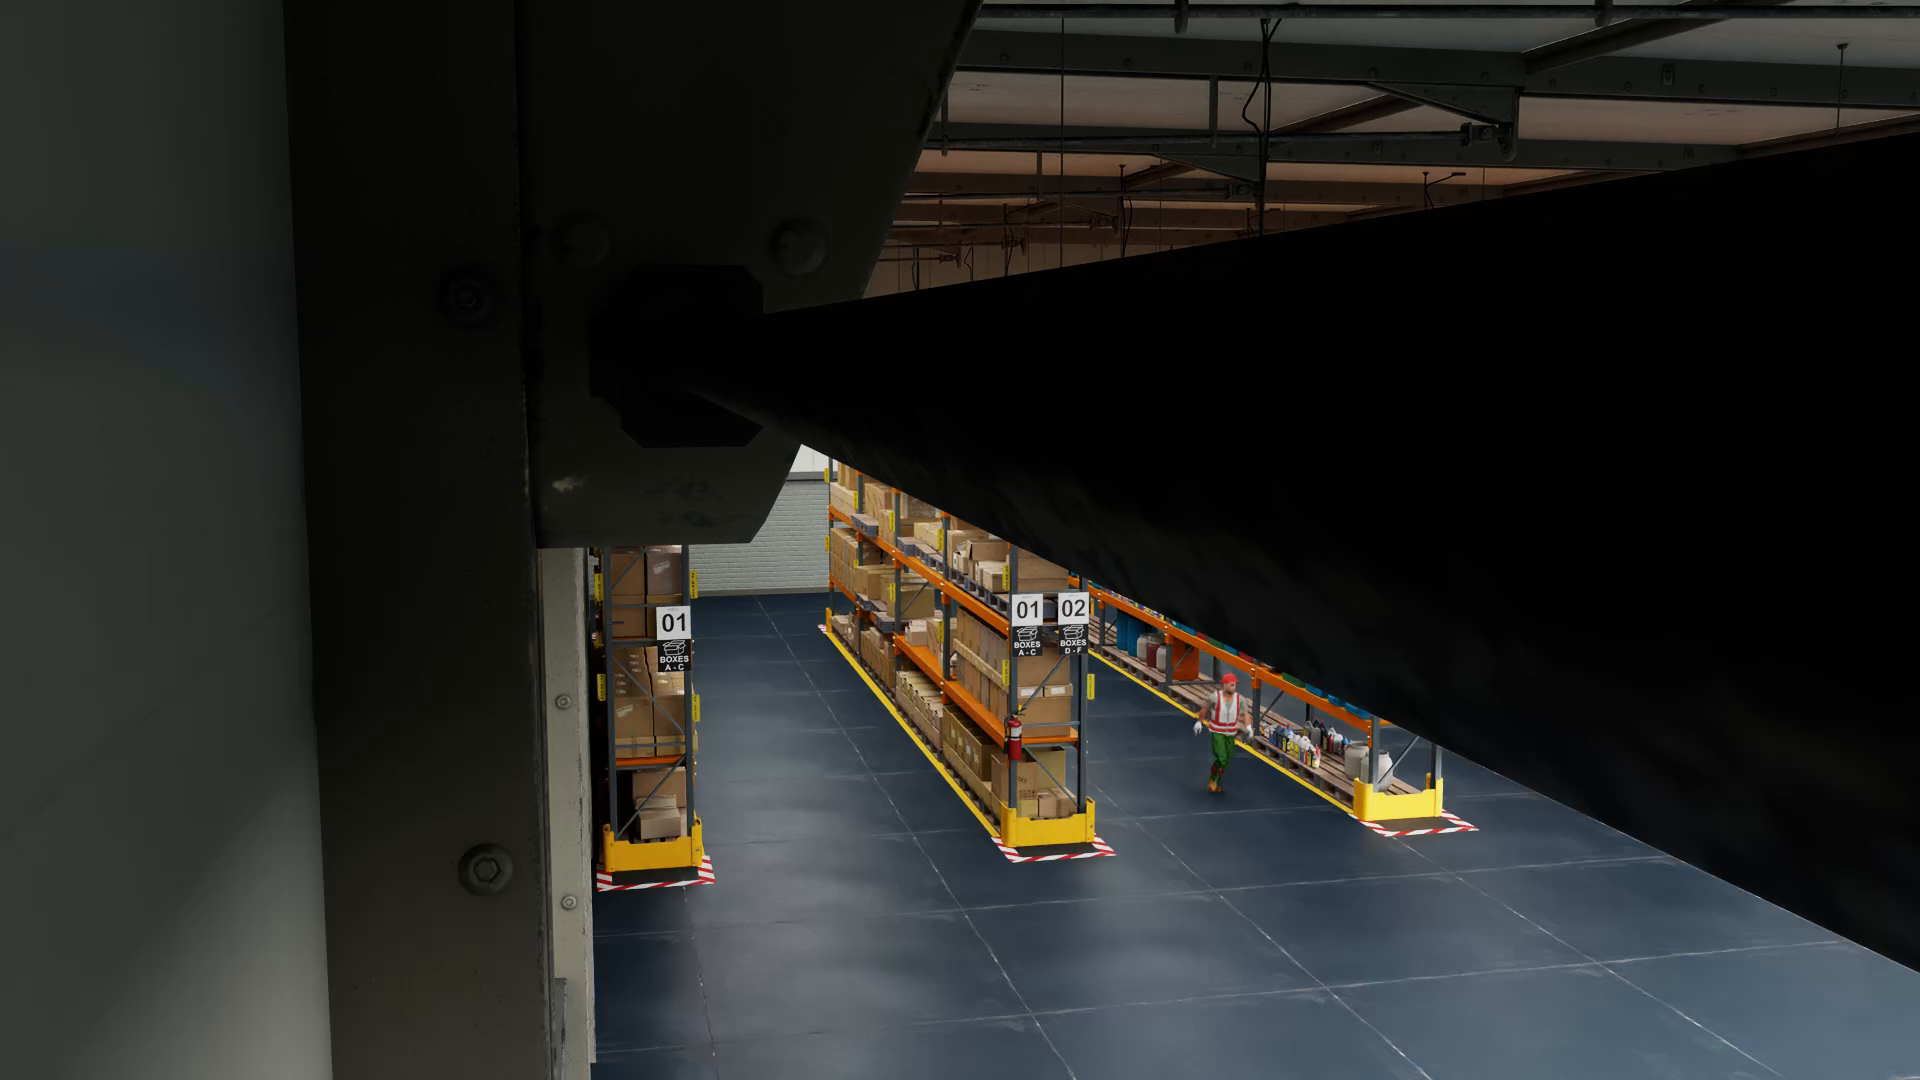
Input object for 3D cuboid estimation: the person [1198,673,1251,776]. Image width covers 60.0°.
[{"bbox_3d":[-0.735,2.394,24.888,8.115,1.516,6.447,-2,7,-17],"label":"person"}]
